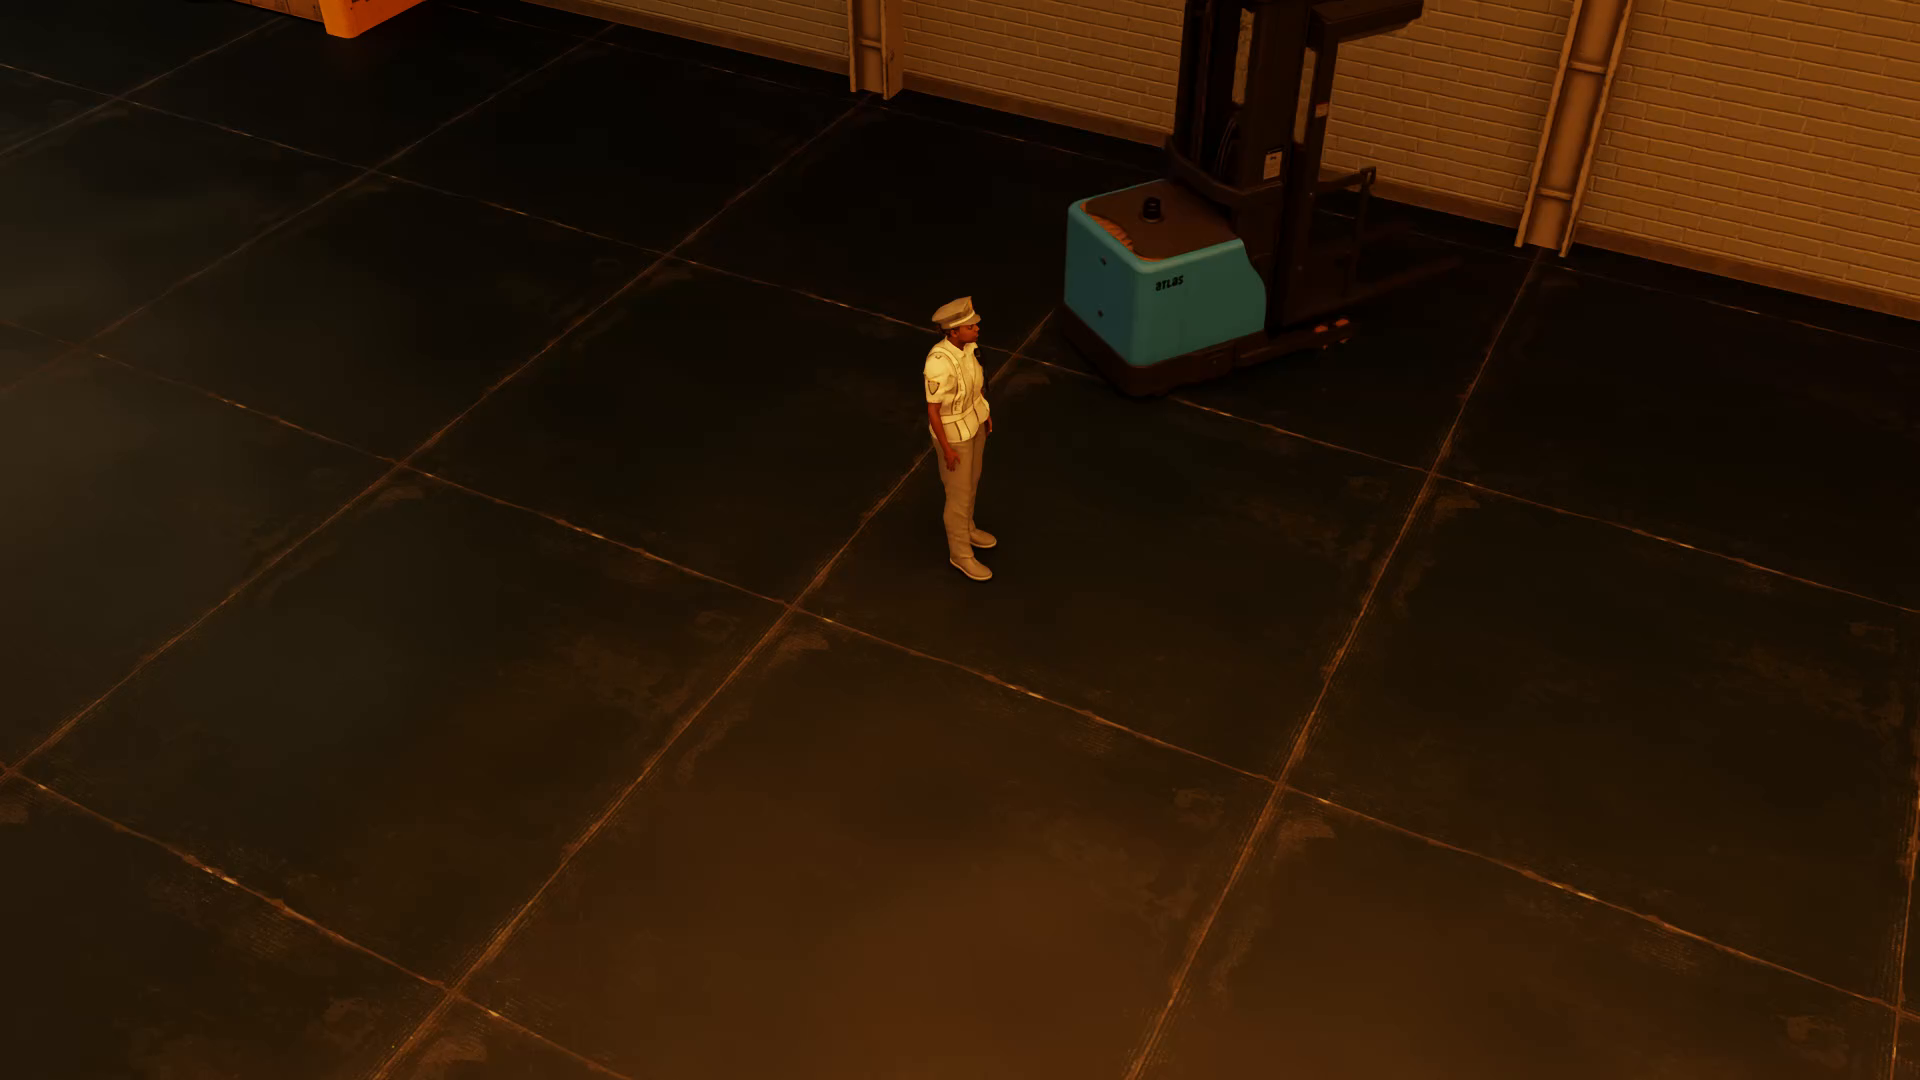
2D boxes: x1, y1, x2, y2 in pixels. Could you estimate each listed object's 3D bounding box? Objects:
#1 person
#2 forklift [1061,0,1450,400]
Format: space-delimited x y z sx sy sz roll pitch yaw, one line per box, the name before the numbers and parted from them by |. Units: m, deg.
person | 0.057 -0.620 9.671 0.530 1.694 0.569 18 43 21
forklift | 2.237 -2.796 11.306 3.031 2.935 1.130 -22 45 -24
